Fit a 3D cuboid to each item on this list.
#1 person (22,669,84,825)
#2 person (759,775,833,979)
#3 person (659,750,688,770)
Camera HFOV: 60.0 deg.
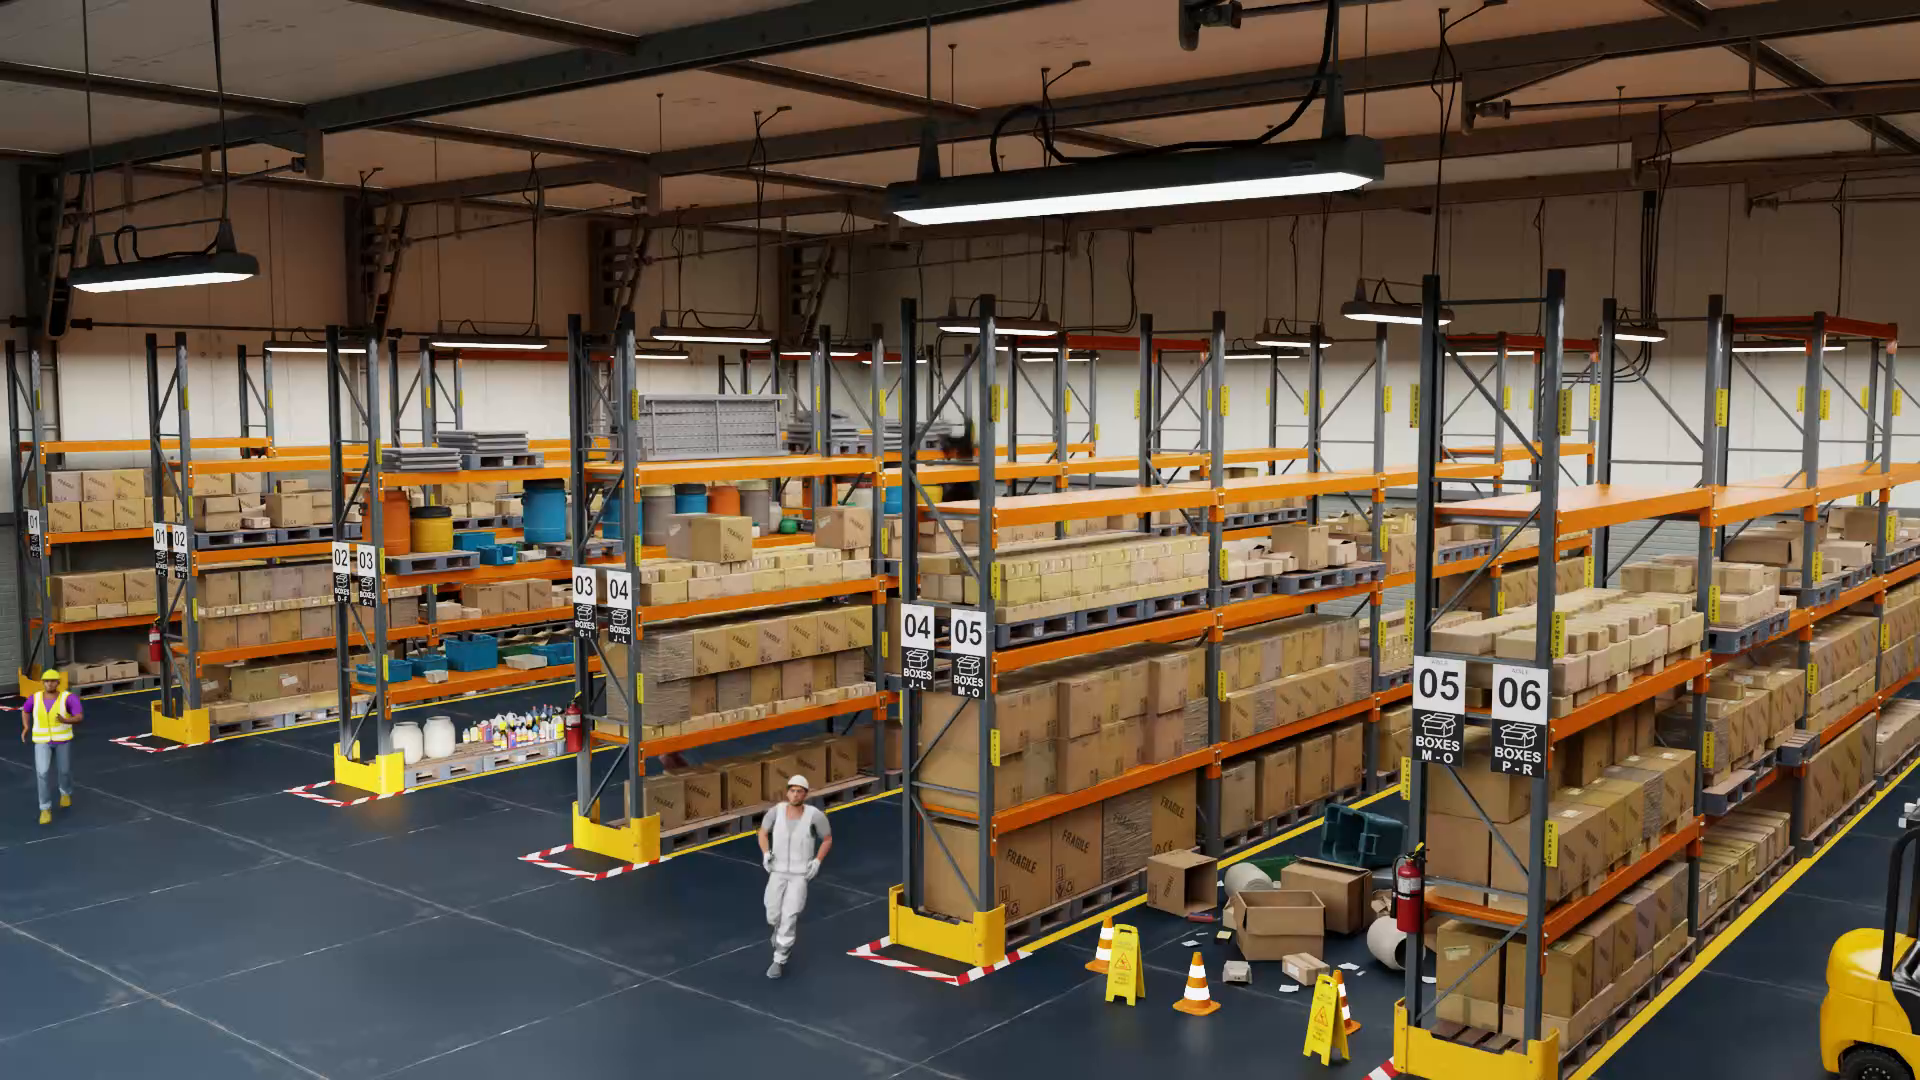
[{"bbox_3d":[-10.977,2.459,20.136,0.685,1.806,0.871,-2,6,-24],"label":"person"},{"bbox_3d":[-1.483,2.968,14.887,0.679,1.769,0.703,1,5,6],"label":"person"},{"bbox_3d":[-3.644,2.442,21.127,0.556,1.710,0.711,4,7,38],"label":"person"}]
